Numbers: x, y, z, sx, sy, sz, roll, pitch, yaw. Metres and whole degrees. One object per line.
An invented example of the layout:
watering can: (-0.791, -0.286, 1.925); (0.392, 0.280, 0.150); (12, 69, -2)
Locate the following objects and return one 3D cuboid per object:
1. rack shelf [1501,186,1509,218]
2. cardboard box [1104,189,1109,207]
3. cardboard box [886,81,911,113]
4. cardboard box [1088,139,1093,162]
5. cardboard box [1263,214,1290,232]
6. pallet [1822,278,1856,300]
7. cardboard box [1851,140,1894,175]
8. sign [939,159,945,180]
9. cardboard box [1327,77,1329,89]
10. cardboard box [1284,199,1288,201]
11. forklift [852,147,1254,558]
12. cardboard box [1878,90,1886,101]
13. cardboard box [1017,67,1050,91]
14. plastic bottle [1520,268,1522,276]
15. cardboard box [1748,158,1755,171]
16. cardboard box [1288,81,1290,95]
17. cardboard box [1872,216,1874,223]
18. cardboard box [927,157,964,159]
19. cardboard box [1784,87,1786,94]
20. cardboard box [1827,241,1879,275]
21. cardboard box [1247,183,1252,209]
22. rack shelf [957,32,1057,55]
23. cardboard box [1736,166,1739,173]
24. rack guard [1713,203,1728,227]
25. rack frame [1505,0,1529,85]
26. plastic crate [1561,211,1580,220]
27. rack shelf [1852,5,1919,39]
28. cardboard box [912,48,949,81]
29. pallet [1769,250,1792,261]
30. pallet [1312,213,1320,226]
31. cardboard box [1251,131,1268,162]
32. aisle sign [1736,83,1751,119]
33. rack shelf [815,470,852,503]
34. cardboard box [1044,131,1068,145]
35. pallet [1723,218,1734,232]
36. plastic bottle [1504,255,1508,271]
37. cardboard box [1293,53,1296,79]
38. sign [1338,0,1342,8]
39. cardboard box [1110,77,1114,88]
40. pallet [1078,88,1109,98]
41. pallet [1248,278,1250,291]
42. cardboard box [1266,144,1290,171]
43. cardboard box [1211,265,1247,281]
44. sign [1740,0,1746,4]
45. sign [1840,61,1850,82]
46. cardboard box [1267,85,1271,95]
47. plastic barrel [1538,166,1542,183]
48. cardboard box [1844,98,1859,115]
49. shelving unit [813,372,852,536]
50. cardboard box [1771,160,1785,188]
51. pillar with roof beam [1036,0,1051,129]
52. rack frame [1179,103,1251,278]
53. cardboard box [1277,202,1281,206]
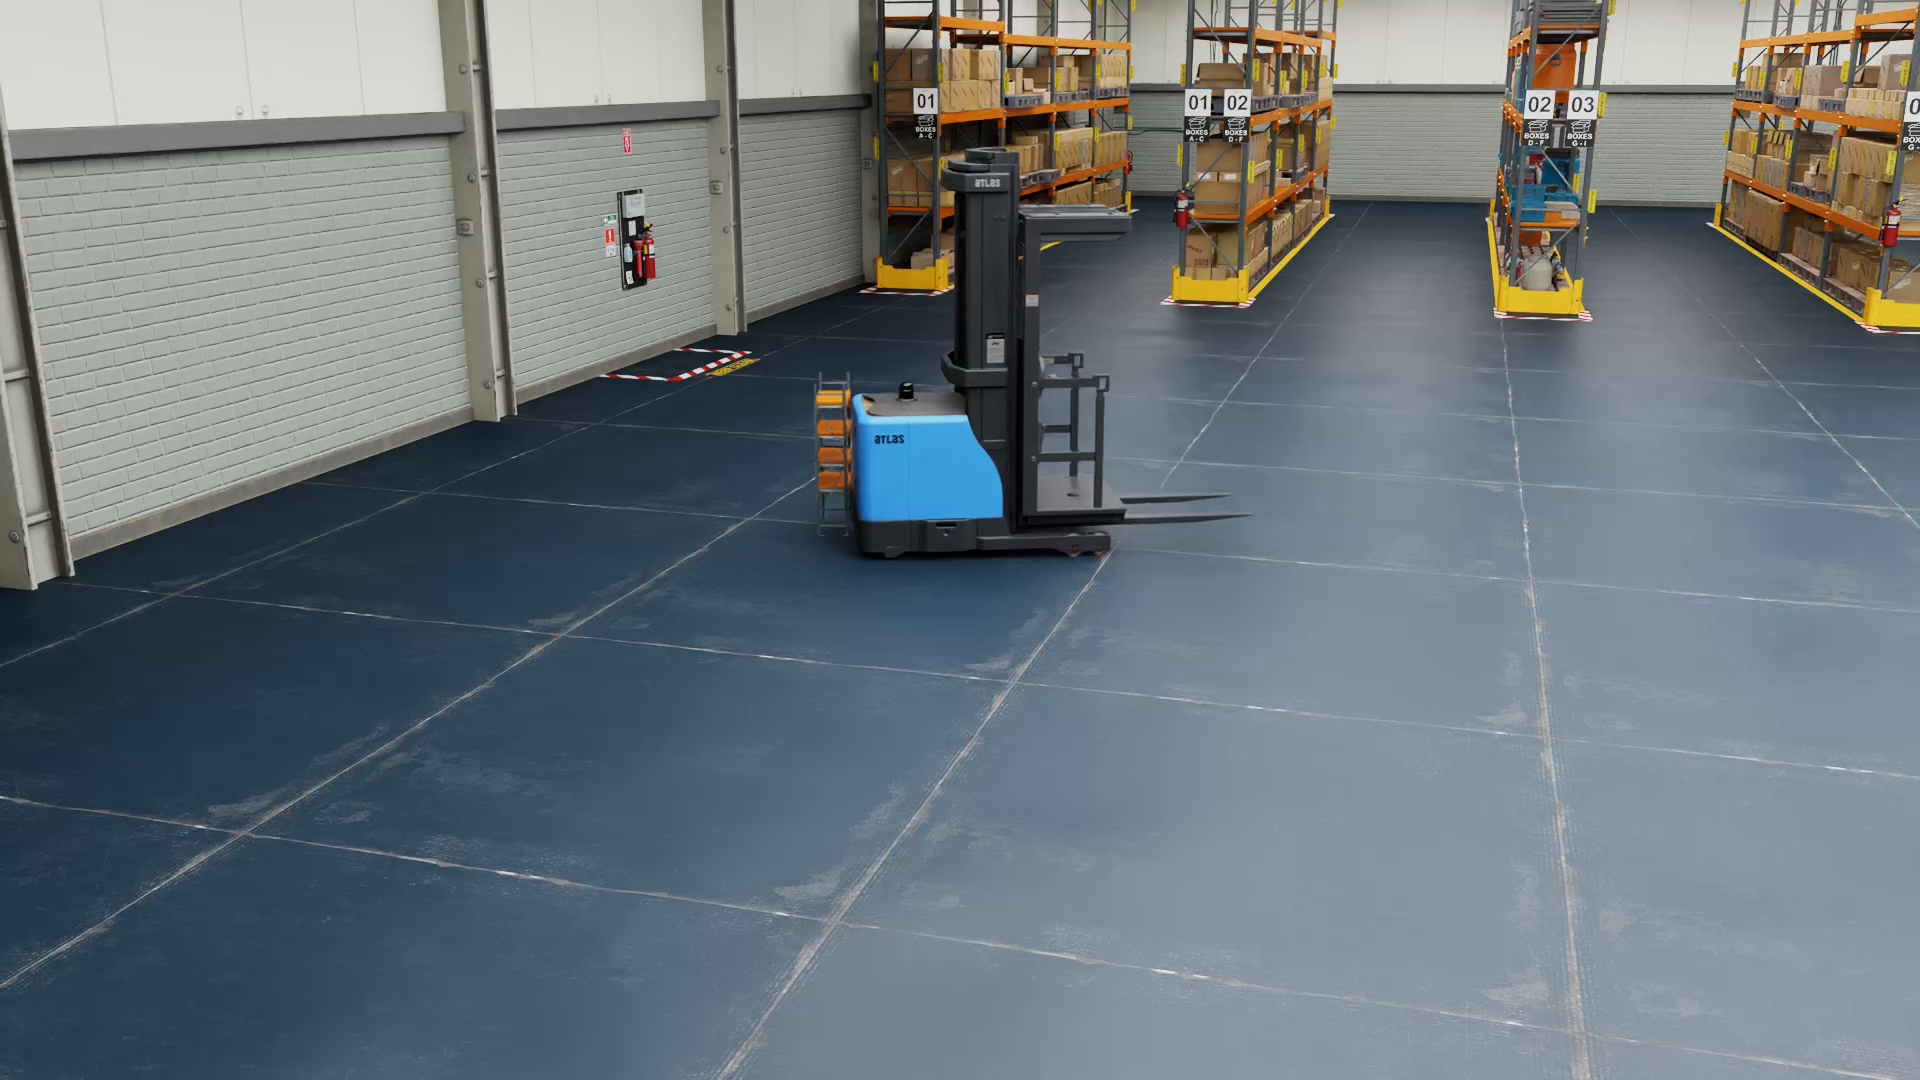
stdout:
rack shelf: (10.387, -6.071, 30.054); (1.077, 0.370, 4.000); (5, 16, 16)
cardboard box: (3.198, -8.207, 40.080); (0.700, 0.500, 0.500); (5, 17, 17)
cardboard box: (-0.941, -7.245, 27.159); (0.500, 0.500, 0.500); (6, 17, 20)
cardboard box: (2.704, -8.816, 37.647); (0.500, 0.500, 0.500); (4, 16, 15)
cardboard box: (6.153, -6.182, 32.368); (0.500, 0.311, 0.500); (4, 16, 15)
pallet: (14.410, -3.990, 26.509); (1.003, 0.211, 1.213); (5, 16, 16)
cardboard box: (13.912, -5.822, 25.298); (0.500, 0.500, 0.500); (5, 16, 16)
sign: (-0.297, -5.990, 26.864); (0.100, 0.325, 0.005); (5, 16, 16)
cardboard box: (8.291, -10.614, 38.616); (0.500, 0.250, 0.500); (5, 16, 16)
cardboard box: (6.972, -7.273, 36.750); (0.500, 0.500, 0.500); (4, 16, 13)
forklift: (0.704, -1.434, 12.513); (3.031, 2.935, 1.130); (-2, 16, -7)
cardboard box: (13.587, -6.463, 24.164); (0.380, 0.149, 0.250); (4, 16, 13)
cardboard box: (1.537, -9.540, 34.481); (0.700, 0.500, 0.500); (3, 16, 12)
plastic bottle: (9.045, -4.322, 26.894); (0.097, 0.201, 0.097); (0, 16, 0)
cardboard box: (16.714, -7.809, 34.595); (0.500, 0.250, 0.500); (4, 16, 15)
cardboard box: (6.132, -8.775, 32.279); (0.500, 0.250, 0.500); (3, 16, 12)
cardboard box: (13.603, -4.694, 24.342); (0.380, 0.149, 0.250); (5, 16, 16)
cardboard box: (-0.243, -6.144, 27.857); (0.500, 0.500, 0.500); (5, 16, 16)
cardboard box: (16.273, -8.749, 32.372); (0.380, 0.149, 0.250); (4, 16, 14)
cardboard box: (14.762, -4.678, 27.599); (0.700, 0.500, 0.500); (3, 16, 12)
cardboard box: (4.370, -5.669, 27.135); (0.700, 0.500, 0.500); (5, 17, 16)
rack shelf: (0.888, -9.533, 31.999); (1.077, 0.370, 4.000); (5, 16, 16)
cardboard box: (17.124, -8.059, 36.204); (0.380, 0.149, 0.250); (4, 16, 14)
rack guard: (17.984, -7.453, 38.189); (1.175, 0.500, 0.348); (5, 16, 16)
rack frame: (13.228, -11.919, 38.361); (1.000, 3.000, 0.127); (5, 16, 16)
plastic crate: (9.244, -4.930, 25.195); (0.298, 0.136, 0.250); (5, 16, 16)
rack shelf: (13.999, -7.525, 24.193); (1.077, 0.370, 4.000); (5, 16, 16)
cardboard box: (-0.475, -7.679, 26.857); (0.500, 0.500, 0.500); (3, 16, 12)
pallet: (16.000, -5.415, 31.534); (1.003, 0.211, 1.213); (5, 16, 16)
pallet: (7.885, -7.530, 38.991); (1.003, 0.211, 1.213); (5, 16, 16)
cardboard box: (4.950, -6.835, 28.867); (0.700, 0.500, 0.500); (5, 17, 16)
aisle sign: (17.710, -9.942, 37.620); (0.394, 0.787, 0.004); (5, 16, 16)
rack shelf: (-0.989, -0.420, 13.084); (0.258, 0.148, 0.480); (0, 16, 0)
cardboard box: (1.985, -8.510, 35.195); (0.500, 0.250, 0.500); (4, 16, 15)
pallet: (17.825, -7.092, 37.448); (1.003, 0.211, 1.213); (5, 16, 16)
plastic bottle: (9.242, -4.659, 27.943); (0.152, 0.276, 0.135); (5, 17, 18)
cardboard box: (6.482, -9.545, 33.470); (0.500, 0.500, 0.500); (5, 16, 16)
sign: (9.007, -12.782, 39.400); (0.100, 0.325, 0.005); (5, 16, 16)
cardboard box: (3.339, -10.803, 39.246); (0.500, 0.250, 0.500); (4, 16, 14)
pallet: (2.836, -10.369, 38.554); (1.003, 0.211, 1.213); (5, 16, 16)
pallet: (4.111, -4.094, 26.877); (1.003, 0.211, 1.213); (5, 16, 16)
cardboard box: (6.278, -7.749, 33.699); (0.700, 0.500, 0.500); (-1, 16, -3)
cardboard box: (4.299, -4.235, 26.531); (0.500, 0.250, 0.500); (5, 16, 16)
sign: (17.447, -12.106, 37.016); (0.100, 0.325, 0.005); (5, 16, 16)
sign: (14.034, -7.433, 26.372); (0.100, 0.325, 0.005); (5, 16, 16)
cardboard box: (4.989, -7.534, 27.830); (0.380, 0.149, 0.250); (5, 16, 16)
plastic barrel: (10.509, -6.384, 29.592); (0.433, 0.535, 0.433); (0, 16, 0)
cardboard box: (14.194, -6.783, 26.023); (0.500, 0.250, 0.500); (4, 16, 14)
shelving unit: (-0.990, -0.676, 13.011); (0.258, 1.200, 0.503); (0, 16, 0)
cardboard box: (15.898, -7.019, 31.894); (0.500, 0.500, 0.500); (4, 16, 14)
pillar with roof beam: (6.090, -11.558, 37.086); (9.100, 9.000, 0.400); (5, 16, 16)
rack frame: (3.933, -5.232, 25.780); (1.000, 3.000, 0.127); (5, 16, 16)
cardboard box: (6.546, -7.241, 35.262); (0.500, 0.250, 0.500); (4, 16, 15)
